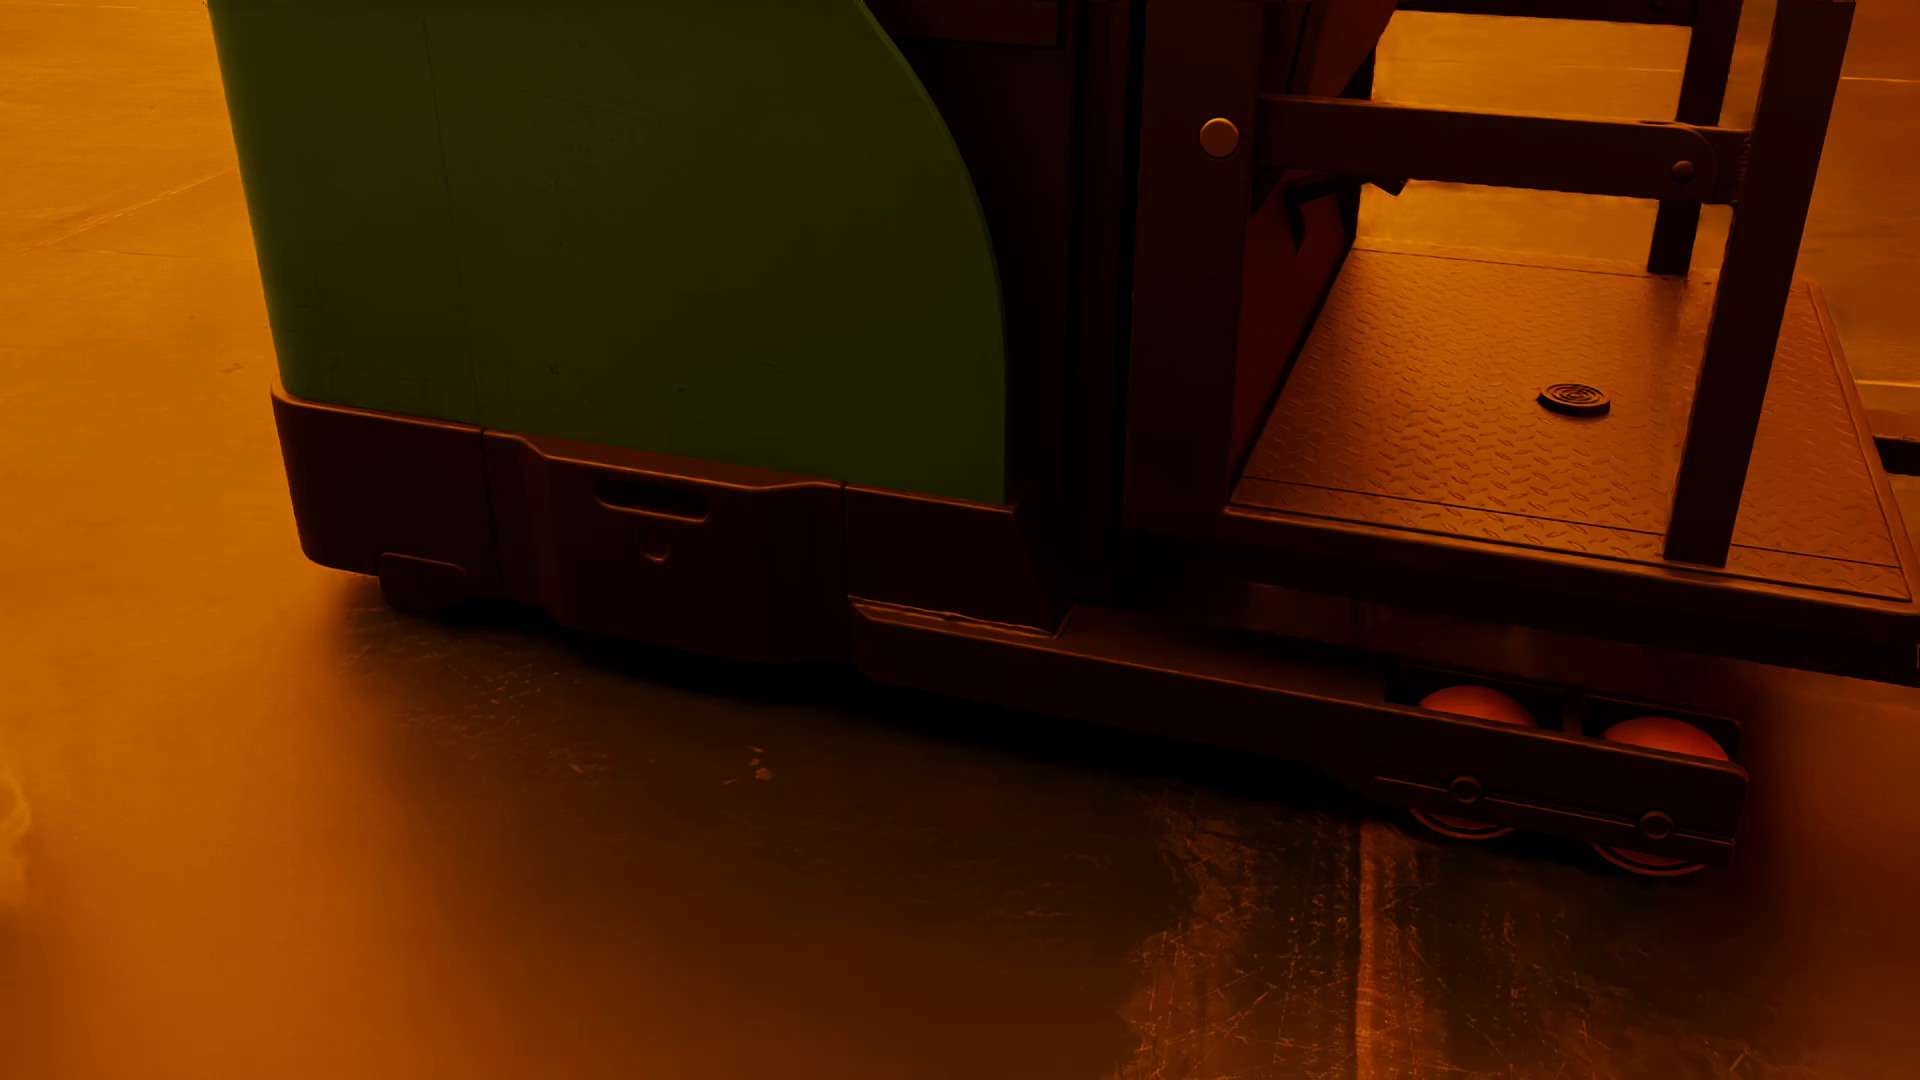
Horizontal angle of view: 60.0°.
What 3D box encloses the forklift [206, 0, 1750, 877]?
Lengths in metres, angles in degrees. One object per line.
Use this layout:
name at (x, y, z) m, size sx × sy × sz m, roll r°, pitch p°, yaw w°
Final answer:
forklift at (0.647, -1.218, 1.661) m, size 3.031 × 2.935 × 1.130 m, roll 9°, pitch 28°, yaw 17°
